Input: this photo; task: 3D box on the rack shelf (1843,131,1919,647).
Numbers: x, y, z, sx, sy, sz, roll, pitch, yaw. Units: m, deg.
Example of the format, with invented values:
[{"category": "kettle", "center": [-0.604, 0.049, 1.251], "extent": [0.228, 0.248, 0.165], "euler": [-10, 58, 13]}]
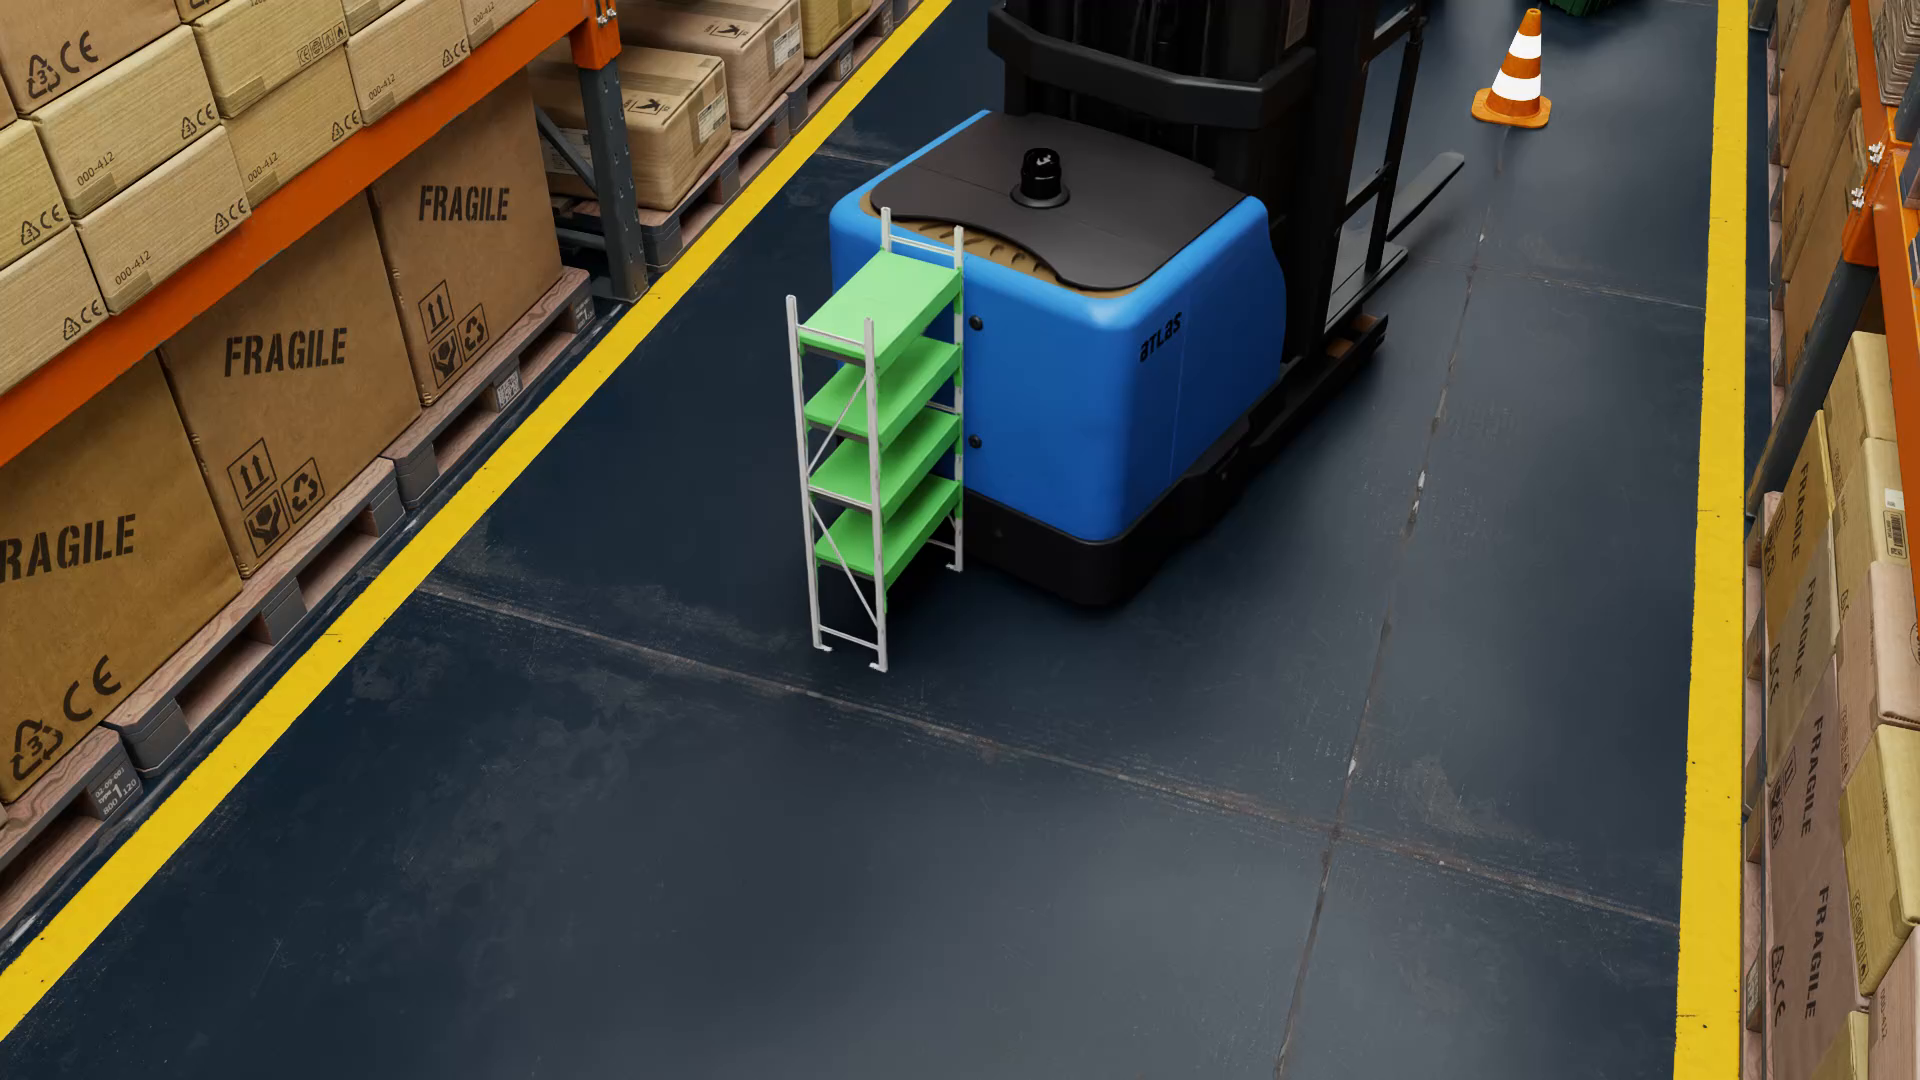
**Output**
[{"category": "rack shelf", "center": [2.323, 0.357, 3.075], "extent": [1.077, 0.370, 4.000], "euler": [13, 42, 15]}]

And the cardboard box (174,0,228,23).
[{"category": "cardboard box", "center": [-1.954, -1.602, 3.970], "extent": [0.500, 0.500, 0.500], "euler": [13, 42, 15]}]

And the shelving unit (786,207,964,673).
[{"category": "shelving unit", "center": [-0.210, -0.253, 4.622], "extent": [0.258, 1.200, 0.503], "euler": [18, 44, 20]}]

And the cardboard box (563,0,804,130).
[{"category": "cardboard box", "center": [-1.232, -2.128, 7.134], "extent": [0.950, 0.372, 0.625], "euler": [13, 42, 14]}]

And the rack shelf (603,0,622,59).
[{"category": "rack shelf", "center": [-0.995, -3.120, 7.150], "extent": [1.077, 0.370, 4.000], "euler": [13, 42, 15]}]

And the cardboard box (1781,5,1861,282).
[{"category": "cardboard box", "center": [3.596, -1.326, 5.903], "extent": [1.050, 0.750, 0.750], "euler": [14, 42, 16]}]

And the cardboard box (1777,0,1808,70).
[{"category": "cardboard box", "center": [4.247, -2.481, 7.257], "extent": [1.050, 0.750, 0.750], "euler": [13, 42, 15]}]

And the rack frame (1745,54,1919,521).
[{"category": "rack frame", "center": [3.007, -1.136, 4.271], "extent": [1.000, 3.000, 0.127], "euler": [13, 42, 15]}]

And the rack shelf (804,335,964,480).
[{"category": "rack shelf", "center": [-0.210, -0.387, 4.508], "extent": [0.258, 0.148, 0.480], "euler": [18, 44, 20]}]

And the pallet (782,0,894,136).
[{"category": "pallet", "center": [-0.992, -2.330, 7.819], "extent": [1.003, 0.211, 1.213], "euler": [13, 42, 15]}]

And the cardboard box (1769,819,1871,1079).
[{"category": "cardboard box", "center": [2.011, 0.962, 3.413], "extent": [0.500, 0.500, 0.500], "euler": [12, 42, 14]}]

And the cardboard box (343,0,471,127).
[{"category": "cardboard box", "center": [-1.768, -1.435, 4.737], "extent": [0.500, 0.250, 0.500], "euler": [14, 42, 16]}]

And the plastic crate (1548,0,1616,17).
[{"category": "plastic crate", "center": [3.203, -2.925, 8.490], "extent": [0.662, 0.188, 0.450], "euler": [-29, 58, -29]}]

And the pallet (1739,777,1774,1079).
[{"category": "pallet", "center": [2.320, 1.142, 3.748], "extent": [1.003, 0.211, 1.213], "euler": [13, 42, 15]}]

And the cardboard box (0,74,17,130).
[{"category": "cardboard box", "center": [-2.304, -0.979, 3.238], "extent": [0.500, 0.500, 0.500], "euler": [12, 42, 14]}]

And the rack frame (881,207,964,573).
[{"category": "rack frame", "center": [-0.101, -0.395, 4.788], "extent": [0.240, 1.200, 0.015], "euler": [18, 44, 20]}]

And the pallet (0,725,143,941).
[{"category": "pallet", "center": [-2.854, 0.840, 4.103], "extent": [1.003, 0.211, 1.213], "euler": [13, 42, 15]}]

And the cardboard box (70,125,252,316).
[{"category": "cardboard box", "center": [-2.103, -0.814, 4.009], "extent": [0.500, 0.250, 0.500], "euler": [13, 42, 14]}]

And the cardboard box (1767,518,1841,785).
[{"category": "cardboard box", "center": [2.357, 0.337, 4.146], "extent": [0.500, 0.500, 0.500], "euler": [14, 42, 16]}]

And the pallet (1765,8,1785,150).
[{"category": "pallet", "center": [4.182, -2.028, 7.464], "extent": [1.003, 0.211, 1.213], "euler": [13, 42, 15]}]

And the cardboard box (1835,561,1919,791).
[{"category": "cardboard box", "center": [2.189, 0.345, 3.560], "extent": [0.500, 0.250, 0.500], "euler": [14, 42, 15]}]

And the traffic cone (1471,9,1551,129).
[{"category": "traffic cone", "center": [2.497, -2.128, 7.388], "extent": [0.336, 0.463, 0.334], "euler": [13, 42, 15]}]

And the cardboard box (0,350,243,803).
[{"category": "cardboard box", "center": [-2.608, -0.034, 4.292], "extent": [0.875, 0.875, 0.875], "euler": [14, 43, 16]}]

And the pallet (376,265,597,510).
[{"category": "pallet", "center": [-2.019, -0.648, 5.847], "extent": [1.003, 0.211, 1.213], "euler": [13, 42, 15]}]

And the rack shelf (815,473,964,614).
[{"category": "rack shelf", "center": [-0.210, -0.022, 4.819], "extent": [0.258, 0.148, 0.480], "euler": [18, 44, 20]}]

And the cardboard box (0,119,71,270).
[{"category": "cardboard box", "center": [-2.282, -0.699, 3.488], "extent": [0.500, 0.250, 0.500], "euler": [14, 42, 16]}]

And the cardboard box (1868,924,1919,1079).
[{"category": "cardboard box", "center": [1.845, 0.988, 2.805], "extent": [0.500, 0.250, 0.500], "euler": [15, 43, 17]}]

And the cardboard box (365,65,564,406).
[{"category": "cardboard box", "center": [-1.993, -1.122, 5.568], "extent": [0.875, 0.875, 0.875], "euler": [13, 42, 15]}]

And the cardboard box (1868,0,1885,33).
[{"category": "cardboard box", "center": [3.081, -1.813, 4.986], "extent": [0.500, 0.500, 0.500], "euler": [13, 42, 15]}]

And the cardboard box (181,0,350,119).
[{"category": "cardboard box", "center": [-1.934, -1.324, 4.222], "extent": [0.500, 0.250, 0.500], "euler": [12, 42, 14]}]

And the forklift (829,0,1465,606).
[{"category": "forklift", "center": [0.883, -1.832, 5.140], "extent": [1.130, 2.935, 3.031], "euler": [25, 47, 27]}]

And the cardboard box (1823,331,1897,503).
[{"category": "cardboard box", "center": [2.544, -0.264, 4.273], "extent": [0.500, 0.250, 0.500], "euler": [11, 42, 13]}]

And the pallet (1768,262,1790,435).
[{"category": "pallet", "center": [3.348, -0.540, 5.720], "extent": [1.003, 0.211, 1.213], "euler": [13, 42, 15]}]
